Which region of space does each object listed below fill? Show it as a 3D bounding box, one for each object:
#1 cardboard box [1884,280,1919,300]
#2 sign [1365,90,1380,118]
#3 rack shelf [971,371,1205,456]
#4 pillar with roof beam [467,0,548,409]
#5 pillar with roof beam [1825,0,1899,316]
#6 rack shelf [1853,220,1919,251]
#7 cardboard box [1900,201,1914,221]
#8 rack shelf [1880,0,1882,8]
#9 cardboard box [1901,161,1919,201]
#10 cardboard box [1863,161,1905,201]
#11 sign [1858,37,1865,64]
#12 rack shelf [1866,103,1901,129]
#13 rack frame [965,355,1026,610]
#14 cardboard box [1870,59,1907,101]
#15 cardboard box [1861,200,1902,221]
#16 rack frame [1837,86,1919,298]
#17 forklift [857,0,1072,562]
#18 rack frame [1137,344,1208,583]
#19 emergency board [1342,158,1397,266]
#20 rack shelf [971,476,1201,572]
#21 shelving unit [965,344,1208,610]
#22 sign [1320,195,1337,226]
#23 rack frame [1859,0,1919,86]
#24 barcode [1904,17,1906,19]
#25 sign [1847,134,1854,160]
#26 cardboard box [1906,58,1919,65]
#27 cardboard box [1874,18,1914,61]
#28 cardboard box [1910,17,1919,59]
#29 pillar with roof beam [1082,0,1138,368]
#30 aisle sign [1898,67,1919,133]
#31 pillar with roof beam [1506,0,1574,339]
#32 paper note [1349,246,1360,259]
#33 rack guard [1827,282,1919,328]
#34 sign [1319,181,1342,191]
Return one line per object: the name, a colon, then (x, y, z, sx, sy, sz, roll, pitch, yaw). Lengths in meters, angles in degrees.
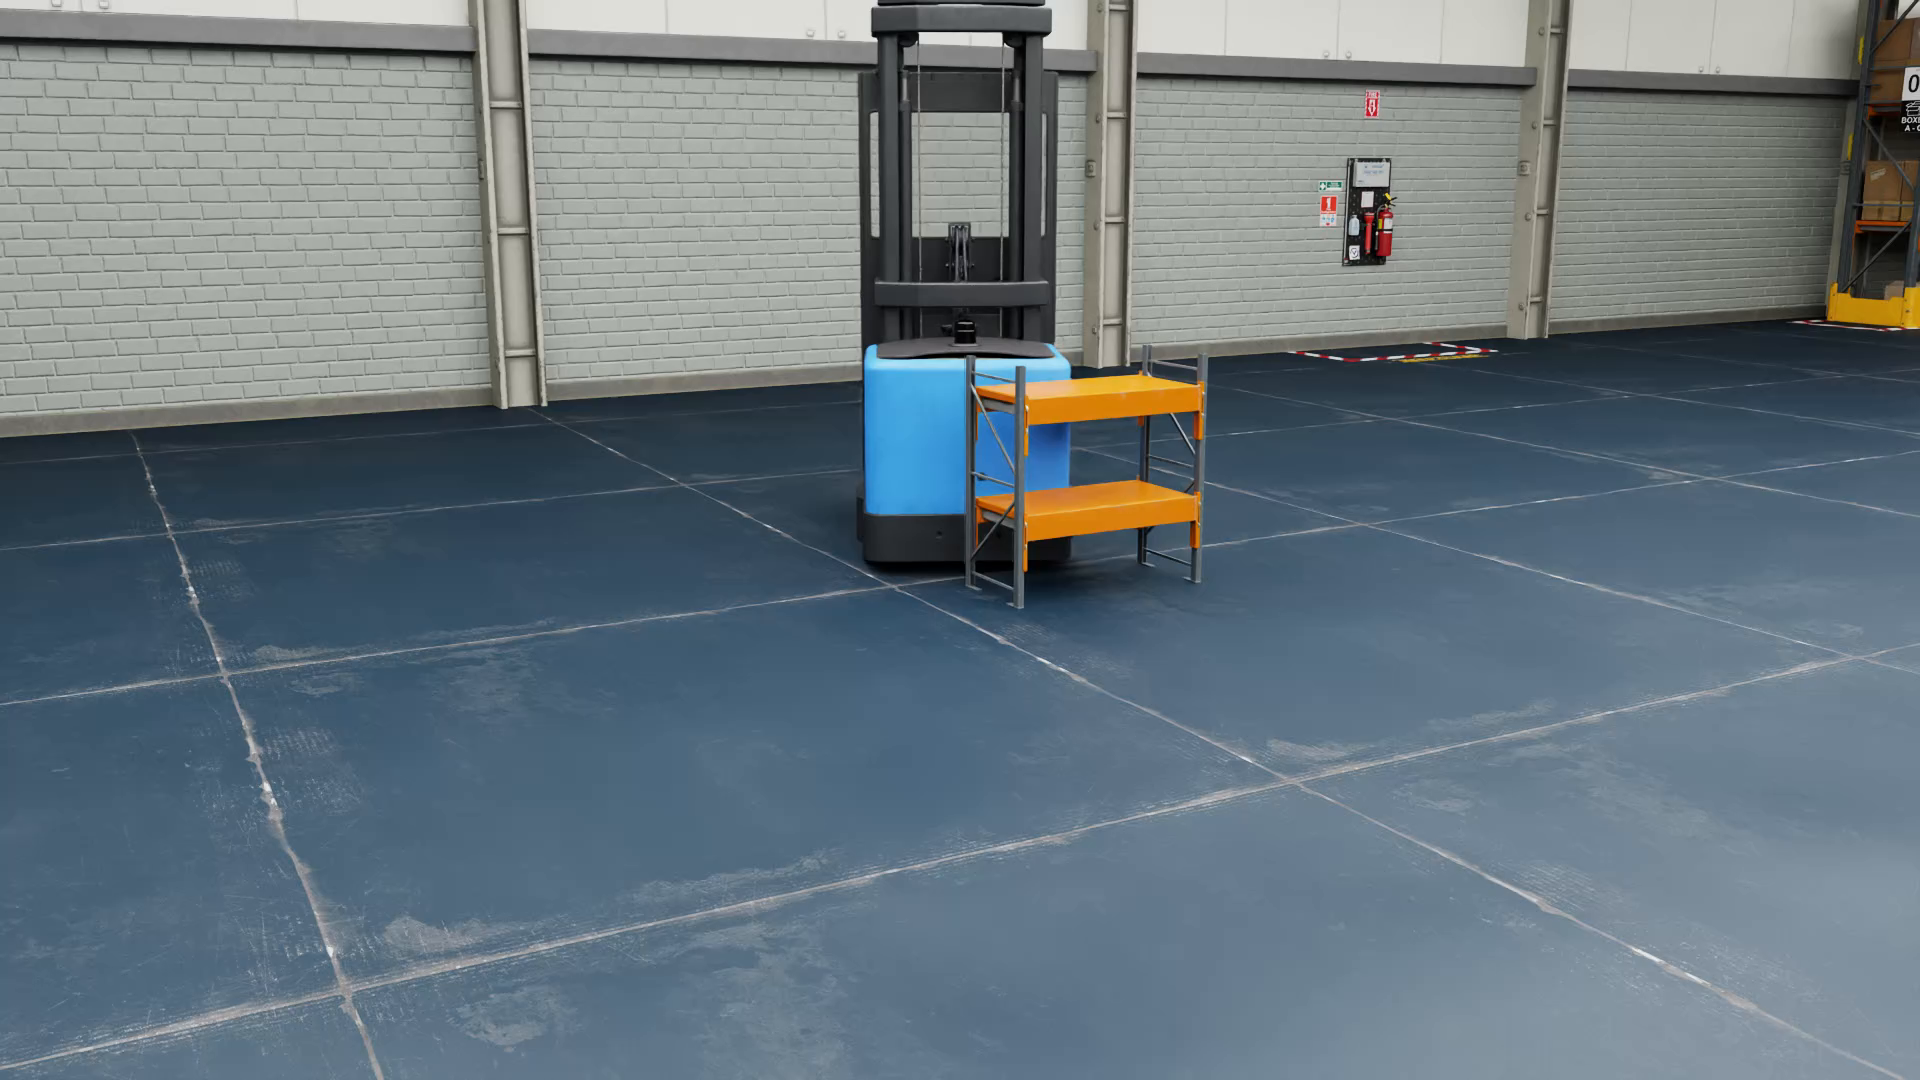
cardboard box: (12.480, -3.232, 21.760, 0.500, 0.311, 0.500, -9, 15, -34)
sign: (4.521, -4.779, 18.235, 0.199, 0.298, 0.001, -7, 14, -28)
rack shelf: (0.605, -0.616, 7.951, 1.000, 0.278, 0.538, -7, 14, -28)
pillar with roof beam: (-1.707, -4.718, 9.576, 0.400, 9.000, 9.100, -7, 14, -28)
pillar with roof beam: (14.092, -6.611, 17.990, 0.400, 9.000, 9.100, -7, 14, -28)
rack shelf: (13.585, -4.133, 22.281, 4.000, 0.370, 1.077, -7, 14, -28)
cardboard box: (12.410, -4.200, 21.238, 0.500, 0.250, 0.500, -7, 15, -29)
rack shelf: (13.585, -7.058, 21.623, 4.000, 0.370, 1.077, -7, 14, -28)
cardboard box: (12.392, -4.568, 21.165, 0.500, 0.500, 0.500, -7, 14, -28)
cardboard box: (12.141, -4.667, 21.601, 0.500, 0.500, 0.500, -7, 14, -28)
sign: (11.581, -6.278, 21.325, 0.005, 0.325, 0.100, -7, 14, -28)
rack shelf: (13.585, -5.596, 21.952, 4.000, 0.370, 1.077, -7, 14, -28)
rack frame: (0.161, -0.276, 7.774, 0.032, 1.125, 0.500, -7, 14, -28)
cardboard box: (12.074, -5.888, 21.336, 0.500, 0.500, 0.500, -6, 14, -24)
cardboard box: (12.147, -4.297, 21.666, 0.500, 0.250, 0.500, -7, 14, -27)
rack frame: (11.829, -4.274, 21.267, 0.127, 3.000, 1.000, -7, 14, -28)
forklift: (-0.021, -1.586, 9.479, 1.130, 2.935, 3.031, -1, 13, -2)
rack frame: (1.050, -0.385, 8.256, 0.032, 1.125, 0.500, -7, 14, -28)
emergency board: (4.576, -3.630, 18.408, 0.643, 1.169, 0.194, -7, 14, -28)
rack shelf: (0.605, -0.092, 8.069, 1.000, 0.278, 0.538, -7, 14, -28)
shelving unit: (0.605, -0.330, 8.015, 1.048, 1.125, 0.538, -7, 14, -28)
sign: (4.041, -3.609, 18.234, 0.234, 0.329, 0.001, -7, 14, -28)
rack frame: (11.829, -7.200, 20.608, 0.127, 3.000, 1.000, -7, 14, -28)
barcode: (12.213, -6.737, 21.511, 0.075, 0.075, 0.001, -7, 14, -28)
sign: (11.581, -5.102, 21.590, 0.005, 0.325, 0.100, -7, 14, -28)
cardboard box: (12.243, -5.783, 20.867, 0.500, 0.500, 0.500, -6, 14, -26)
cardboard box: (12.083, -6.379, 21.240, 0.500, 0.500, 0.500, -6, 14, -25)
cardboard box: (12.284, -6.277, 20.787, 0.500, 0.500, 0.500, -8, 15, -32)
pillar with roof beam: (3.559, -5.349, 12.380, 0.400, 9.000, 9.100, -7, 14, -28)
aisle sign: (11.910, -5.477, 20.691, 0.004, 0.787, 0.394, -7, 14, -28)
pillar with roof beam: (8.826, -5.980, 15.185, 0.400, 9.000, 9.100, -7, 14, -28)
paper note: (4.387, -3.195, 18.481, 0.142, 0.148, 0.016, -7, 14, -28)
rack guard: (11.896, -3.062, 21.577, 0.348, 0.500, 1.175, -7, 14, -28)
sign: (4.049, -3.867, 18.170, 0.331, 0.109, 0.001, -7, 14, -28)
